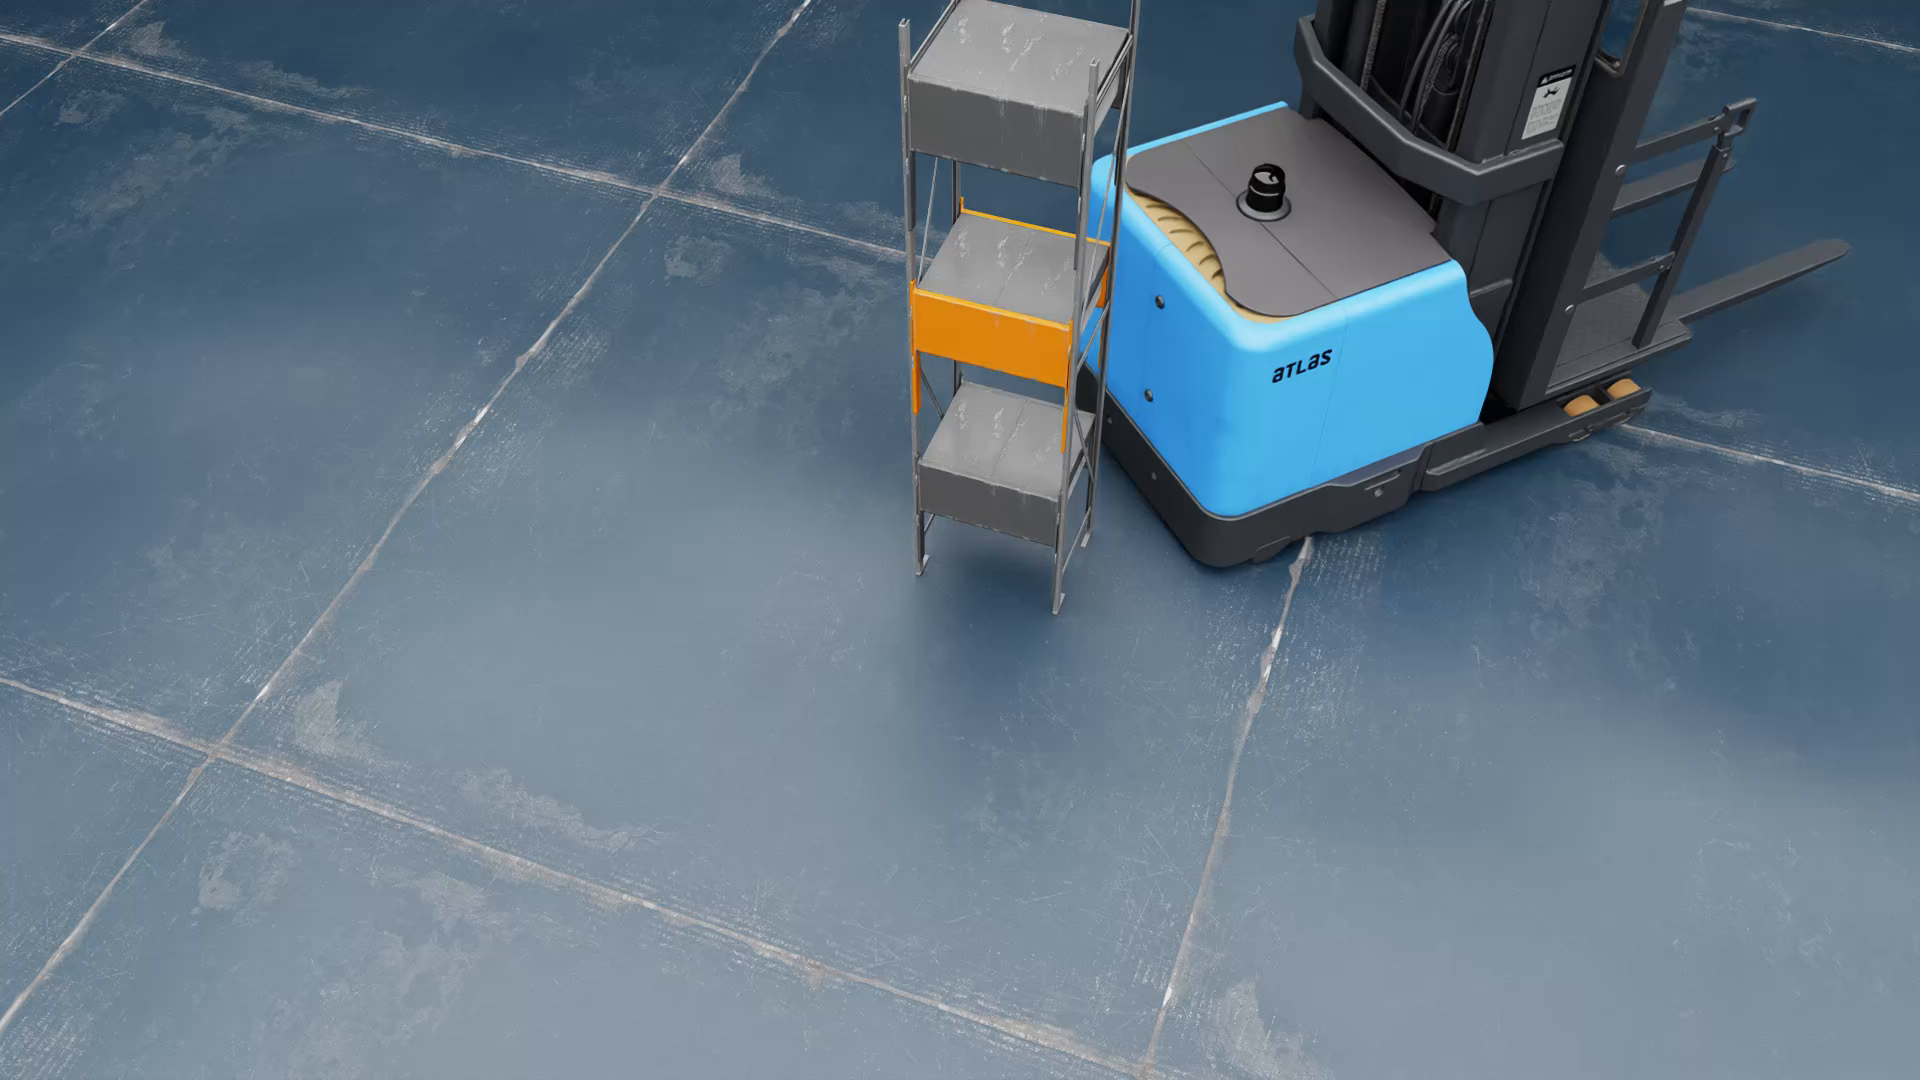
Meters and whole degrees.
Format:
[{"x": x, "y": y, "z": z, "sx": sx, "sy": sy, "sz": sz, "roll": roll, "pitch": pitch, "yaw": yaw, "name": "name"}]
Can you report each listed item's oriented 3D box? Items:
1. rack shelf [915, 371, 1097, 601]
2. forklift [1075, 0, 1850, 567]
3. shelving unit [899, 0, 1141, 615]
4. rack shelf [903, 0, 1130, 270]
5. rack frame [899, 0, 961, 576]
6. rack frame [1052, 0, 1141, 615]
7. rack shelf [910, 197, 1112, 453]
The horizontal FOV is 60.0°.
[{"x": 0.155, "y": -0.177, "z": 5.458, "sx": 0.480, "sy": 0.518, "sz": 0.431, "roll": 16, "pitch": 51, "yaw": 13, "name": "rack shelf"}, {"x": 1.947, "y": -1.660, "z": 5.249, "sx": 3.031, "sy": 2.935, "sz": 1.130, "roll": -21, "pitch": 52, "yaw": -17, "name": "forklift"}, {"x": 0.155, "y": -0.644, "z": 4.919, "sx": 0.503, "sy": 2.100, "sz": 0.431, "roll": 16, "pitch": 51, "yaw": 13, "name": "shelving unit"}, {"x": 0.155, "y": -1.094, "z": 4.400, "sx": 0.480, "sy": 0.518, "sz": 0.431, "roll": 16, "pitch": 51, "yaw": 13, "name": "rack shelf"}, {"x": -0.074, "y": -0.708, "z": 4.974, "sx": 0.015, "sy": 2.100, "sz": 0.400, "roll": 16, "pitch": 51, "yaw": 13, "name": "rack frame"}, {"x": 0.384, "y": -0.580, "z": 4.864, "sx": 0.015, "sy": 2.100, "sz": 0.400, "roll": 16, "pitch": 51, "yaw": 13, "name": "rack frame"}, {"x": 0.155, "y": -0.635, "z": 4.929, "sx": 0.480, "sy": 0.518, "sz": 0.431, "roll": 16, "pitch": 51, "yaw": 13, "name": "rack shelf"}]
